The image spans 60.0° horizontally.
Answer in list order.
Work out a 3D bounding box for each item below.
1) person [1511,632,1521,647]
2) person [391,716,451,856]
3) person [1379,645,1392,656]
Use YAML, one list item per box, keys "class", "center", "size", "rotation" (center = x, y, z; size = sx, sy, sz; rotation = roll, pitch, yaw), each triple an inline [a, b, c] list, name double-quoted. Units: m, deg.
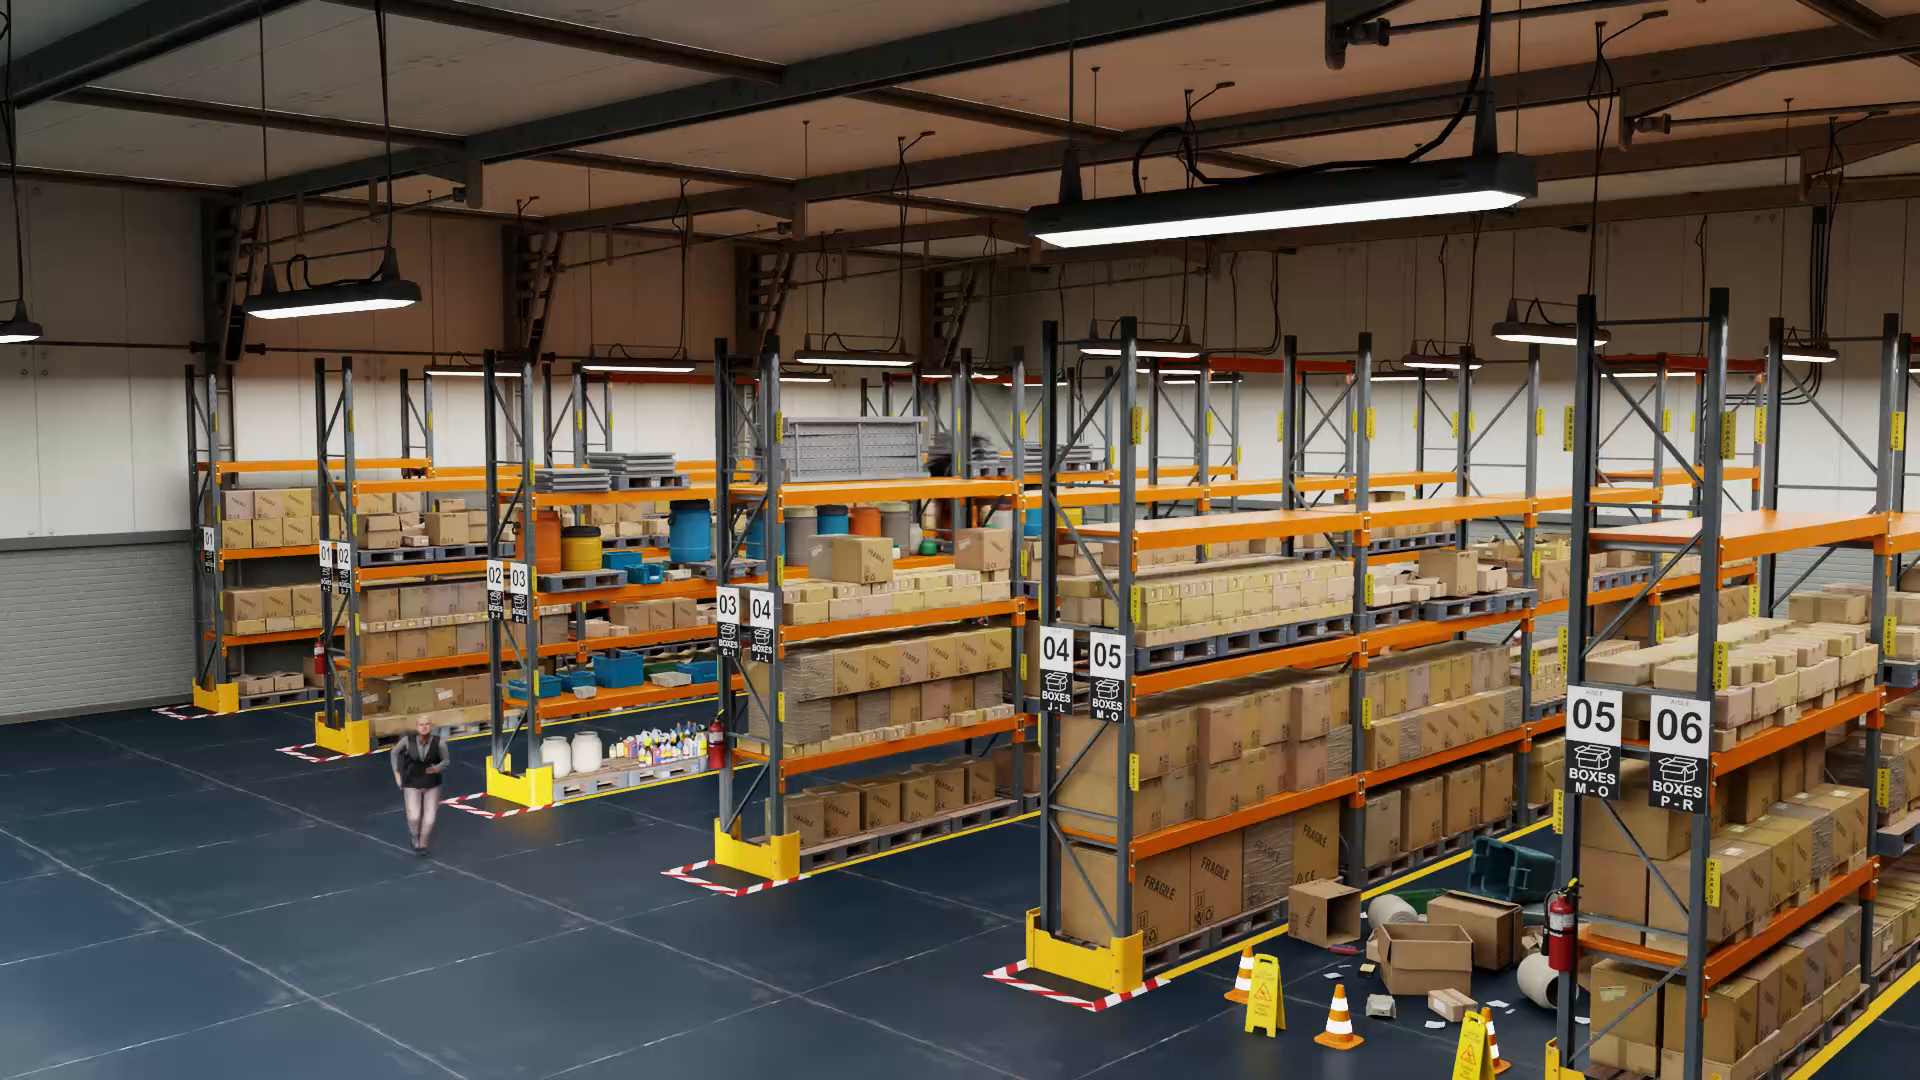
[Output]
- class: "person"
  center: [8.651, 2.301, 25.657]
  size: [1.002, 1.798, 0.672]
  rotation: [-4, 6, -41]
- class: "person"
  center: [-6.205, 2.851, 19.179]
  size: [0.647, 1.658, 0.670]
  rotation: [-2, 5, -21]
- class: "person"
  center: [6.422, 2.379, 25.181]
  size: [0.561, 1.688, 0.904]
  rotation: [3, 5, 34]
